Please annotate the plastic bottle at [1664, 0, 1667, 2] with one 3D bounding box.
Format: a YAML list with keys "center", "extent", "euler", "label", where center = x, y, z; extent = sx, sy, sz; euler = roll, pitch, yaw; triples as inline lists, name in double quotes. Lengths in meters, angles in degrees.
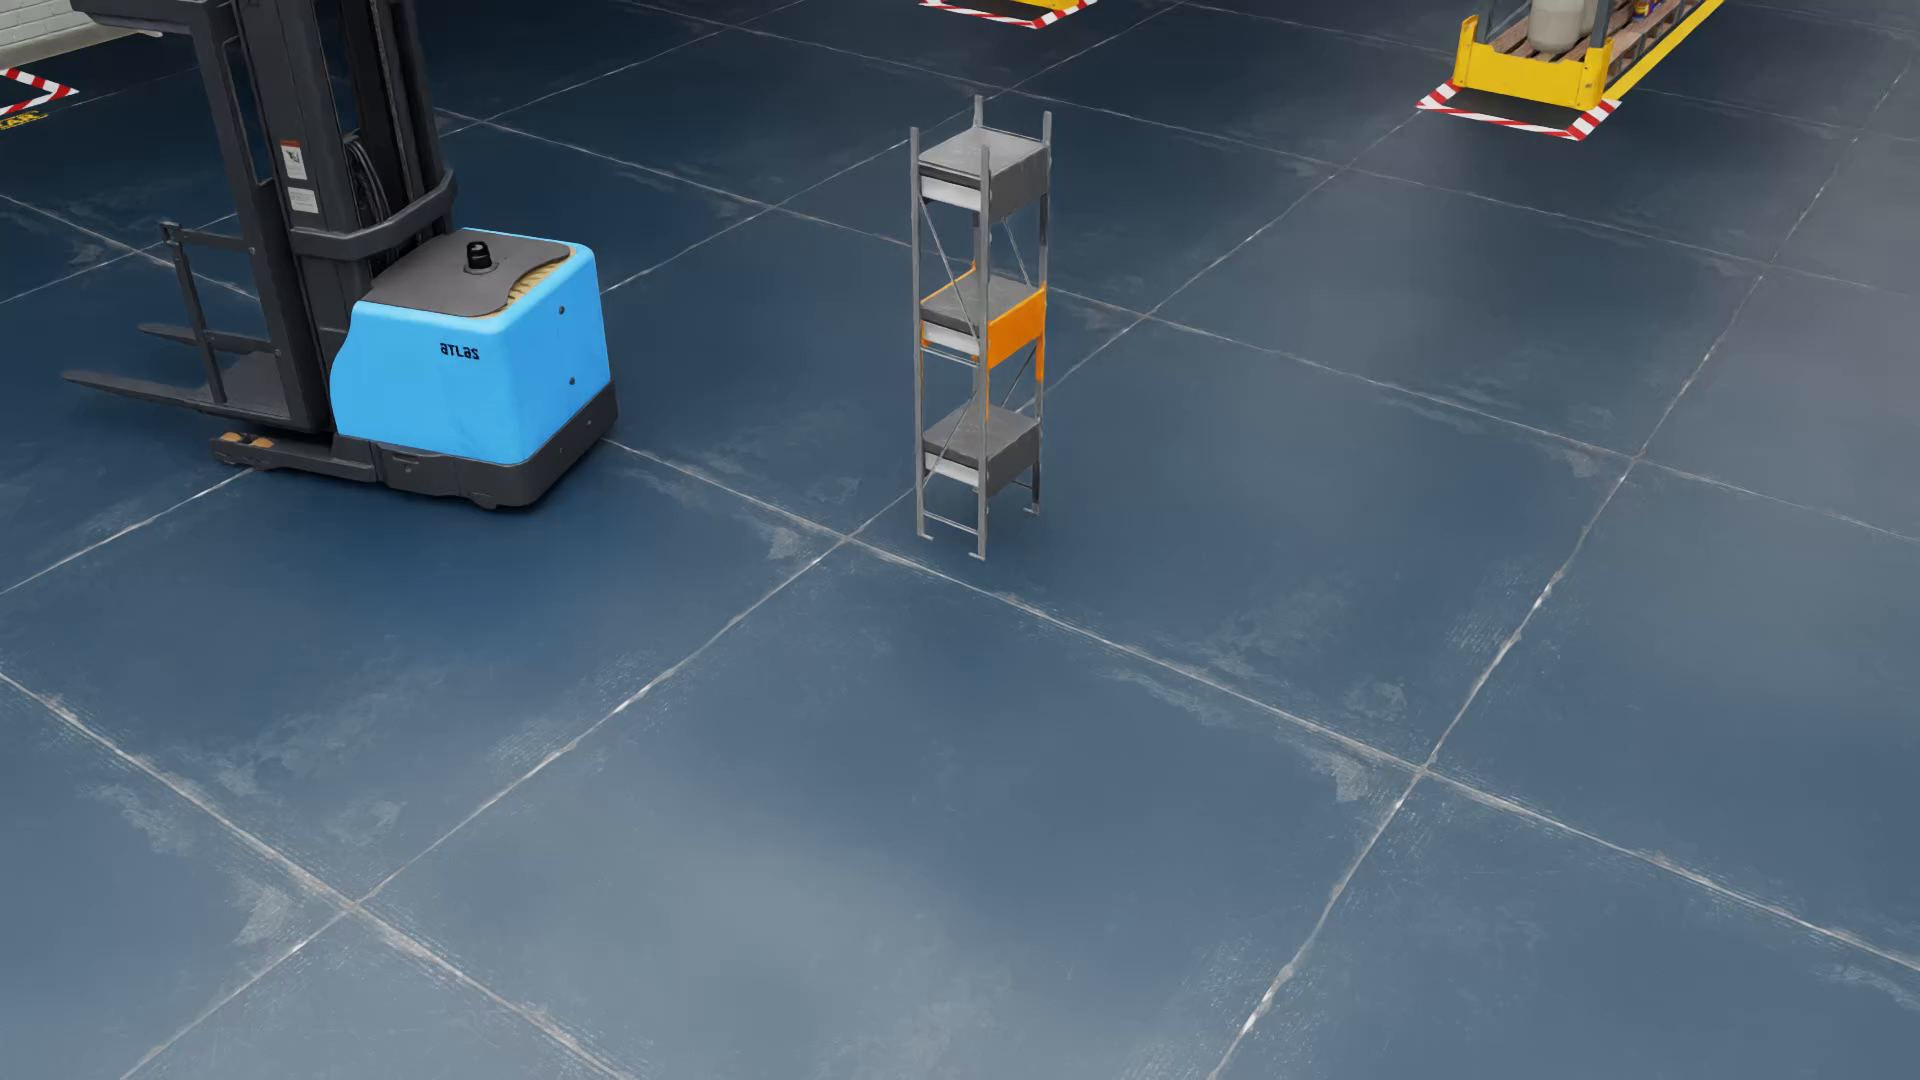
- center: [6.374, -4.990, 15.056]
  extent: [0.097, 0.201, 0.097]
  euler: [0, 34, 0]
  label: "plastic bottle"

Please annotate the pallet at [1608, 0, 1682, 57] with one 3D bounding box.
- center: [5.827, -4.714, 15.032]
  extent: [1.003, 0.211, 1.213]
  euler: [21, 39, 28]
  label: "pallet"

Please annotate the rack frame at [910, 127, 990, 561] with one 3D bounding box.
- center: [-0.045, -0.834, 7.608]
  extent: [0.400, 2.100, 0.015]
  euler: [21, 39, 28]
  label: "rack frame"

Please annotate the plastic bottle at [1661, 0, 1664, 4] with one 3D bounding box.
- center: [6.316, -4.972, 14.967]
  extent: [0.097, 0.271, 0.097]
  euler: [0, 34, 0]
  label: "plastic bottle"

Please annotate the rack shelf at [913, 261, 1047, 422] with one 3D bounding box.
- center: [0.094, -0.935, 7.782]
  extent: [0.431, 0.518, 0.480]
  euler: [21, 39, 28]
  label: "rack shelf"

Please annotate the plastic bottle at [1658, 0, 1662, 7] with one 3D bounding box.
- center: [6.257, -4.895, 14.916]
  extent: [0.097, 0.201, 0.097]
  euler: [0, 34, 0]
  label: "plastic bottle"

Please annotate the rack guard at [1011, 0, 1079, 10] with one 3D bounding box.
- center: [0.577, -5.425, 15.826]
  extent: [1.175, 0.500, 0.348]
  euler: [21, 39, 28]
  label: "rack guard"

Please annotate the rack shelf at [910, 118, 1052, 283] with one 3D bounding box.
- center: [0.094, -1.515, 7.390]
  extent: [0.431, 0.518, 0.480]
  euler: [21, 39, 28]
  label: "rack shelf"

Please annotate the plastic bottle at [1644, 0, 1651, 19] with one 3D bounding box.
- center: [6.007, -4.693, 14.618]
  extent: [0.097, 0.201, 0.097]
  euler: [0, 34, 0]
  label: "plastic bottle"

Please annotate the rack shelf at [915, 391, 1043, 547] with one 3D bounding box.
- center: [0.094, -0.355, 8.174]
  extent: [0.431, 0.518, 0.480]
  euler: [21, 39, 28]
  label: "rack shelf"

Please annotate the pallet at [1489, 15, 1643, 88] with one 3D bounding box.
- center: [5.130, -4.155, 14.206]
  extent: [1.003, 0.211, 1.213]
  euler: [21, 39, 28]
  label: "pallet"

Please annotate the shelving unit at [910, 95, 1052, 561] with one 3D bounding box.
- center: [0.094, -0.946, 7.774]
  extent: [0.431, 2.100, 0.503]
  euler: [21, 39, 28]
  label: "shelving unit"

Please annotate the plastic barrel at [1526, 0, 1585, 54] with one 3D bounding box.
- center: [4.971, -4.359, 13.863]
  extent: [0.421, 0.512, 0.421]
  euler: [0, 34, 0]
  label: "plastic barrel"

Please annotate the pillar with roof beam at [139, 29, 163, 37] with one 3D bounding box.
- center: [-3.677, -7.000, 10.567]
  extent: [9.100, 9.000, 0.400]
  euler: [21, 39, 28]
  label: "pillar with roof beam"

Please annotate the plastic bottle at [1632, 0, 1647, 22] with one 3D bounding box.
- center: [5.948, -4.675, 14.528]
  extent: [0.097, 0.271, 0.097]
  euler: [0, 34, 0]
  label: "plastic bottle"

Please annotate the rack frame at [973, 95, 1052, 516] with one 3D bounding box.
- center: [0.234, -1.058, 7.940]
  extent: [0.400, 2.100, 0.015]
  euler: [21, 39, 28]
  label: "rack frame"

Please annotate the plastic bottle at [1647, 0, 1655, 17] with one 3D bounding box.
- center: [6.092, -4.778, 14.670]
  extent: [0.061, 0.283, 0.133]
  euler: [22, 40, 29]
  label: "plastic bottle"

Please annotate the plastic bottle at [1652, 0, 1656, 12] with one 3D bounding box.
- center: [6.143, -4.833, 14.761]
  extent: [0.097, 0.271, 0.097]
  euler: [0, 34, 0]
  label: "plastic bottle"

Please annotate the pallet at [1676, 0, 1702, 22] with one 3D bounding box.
- center: [6.522, -5.278, 15.866]
  extent: [1.003, 0.211, 1.213]
  euler: [21, 39, 28]
  label: "pallet"

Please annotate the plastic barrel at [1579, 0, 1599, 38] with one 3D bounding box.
- center: [5.256, -4.589, 14.205]
  extent: [0.421, 0.512, 0.421]
  euler: [0, 34, 0]
  label: "plastic barrel"

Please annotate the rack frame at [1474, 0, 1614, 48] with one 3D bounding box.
- center: [4.658, -4.888, 12.800]
  extent: [1.000, 3.000, 0.127]
  euler: [21, 39, 28]
  label: "rack frame"

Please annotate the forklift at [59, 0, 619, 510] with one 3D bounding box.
- center: [-3.447, -1.852, 8.372]
  extent: [3.031, 2.935, 1.130]
  euler: [10, 35, 15]
  label: "forklift"

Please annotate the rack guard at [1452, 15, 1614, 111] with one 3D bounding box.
- center: [4.663, -3.902, 13.574]
  extent: [1.175, 0.500, 0.348]
  euler: [21, 39, 28]
  label: "rack guard"

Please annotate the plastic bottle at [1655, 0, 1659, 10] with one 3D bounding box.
- center: [6.200, -4.879, 14.829]
  extent: [0.097, 0.271, 0.097]
  euler: [0, 34, 0]
  label: "plastic bottle"
